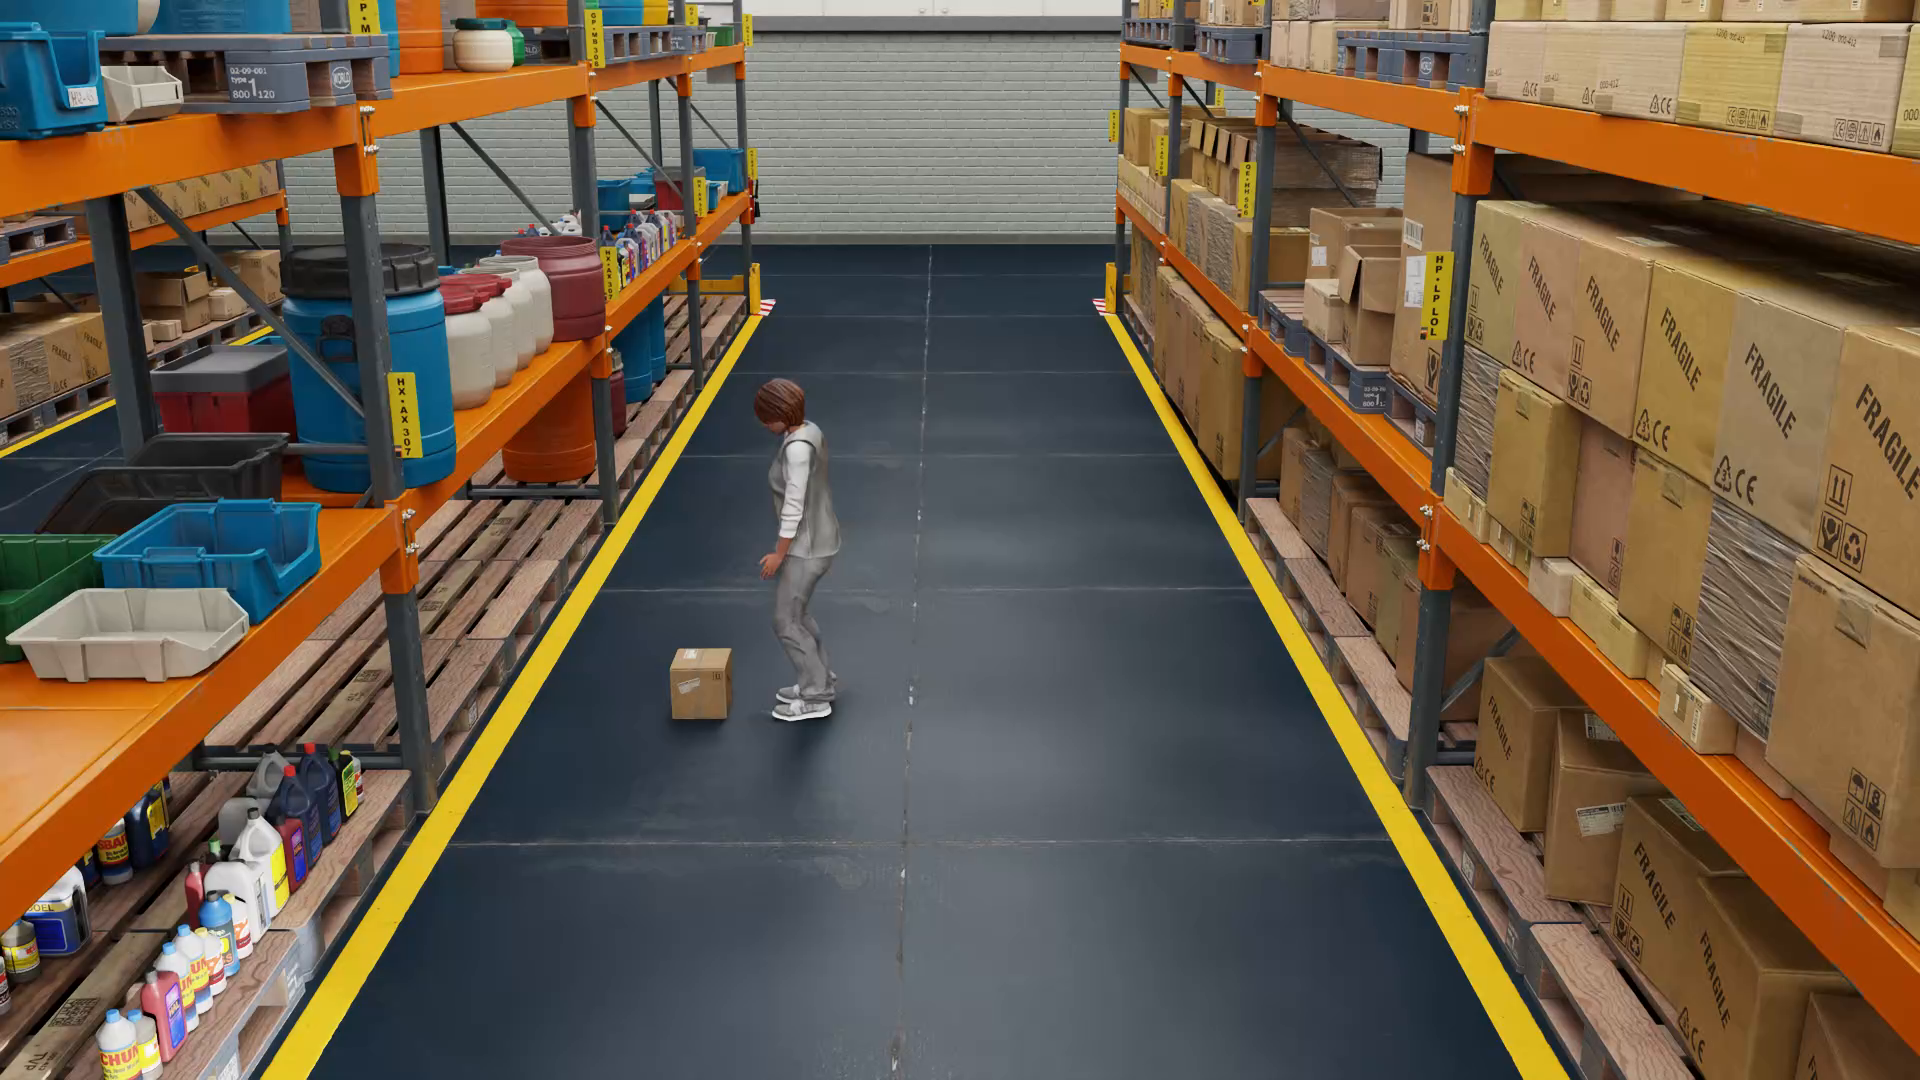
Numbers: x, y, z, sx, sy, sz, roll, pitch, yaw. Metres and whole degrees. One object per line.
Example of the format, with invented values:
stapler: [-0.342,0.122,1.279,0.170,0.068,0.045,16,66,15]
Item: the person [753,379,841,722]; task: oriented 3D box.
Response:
person: [-0.718,0.058,7.476,0.368,1.551,0.423,0,17,1]
